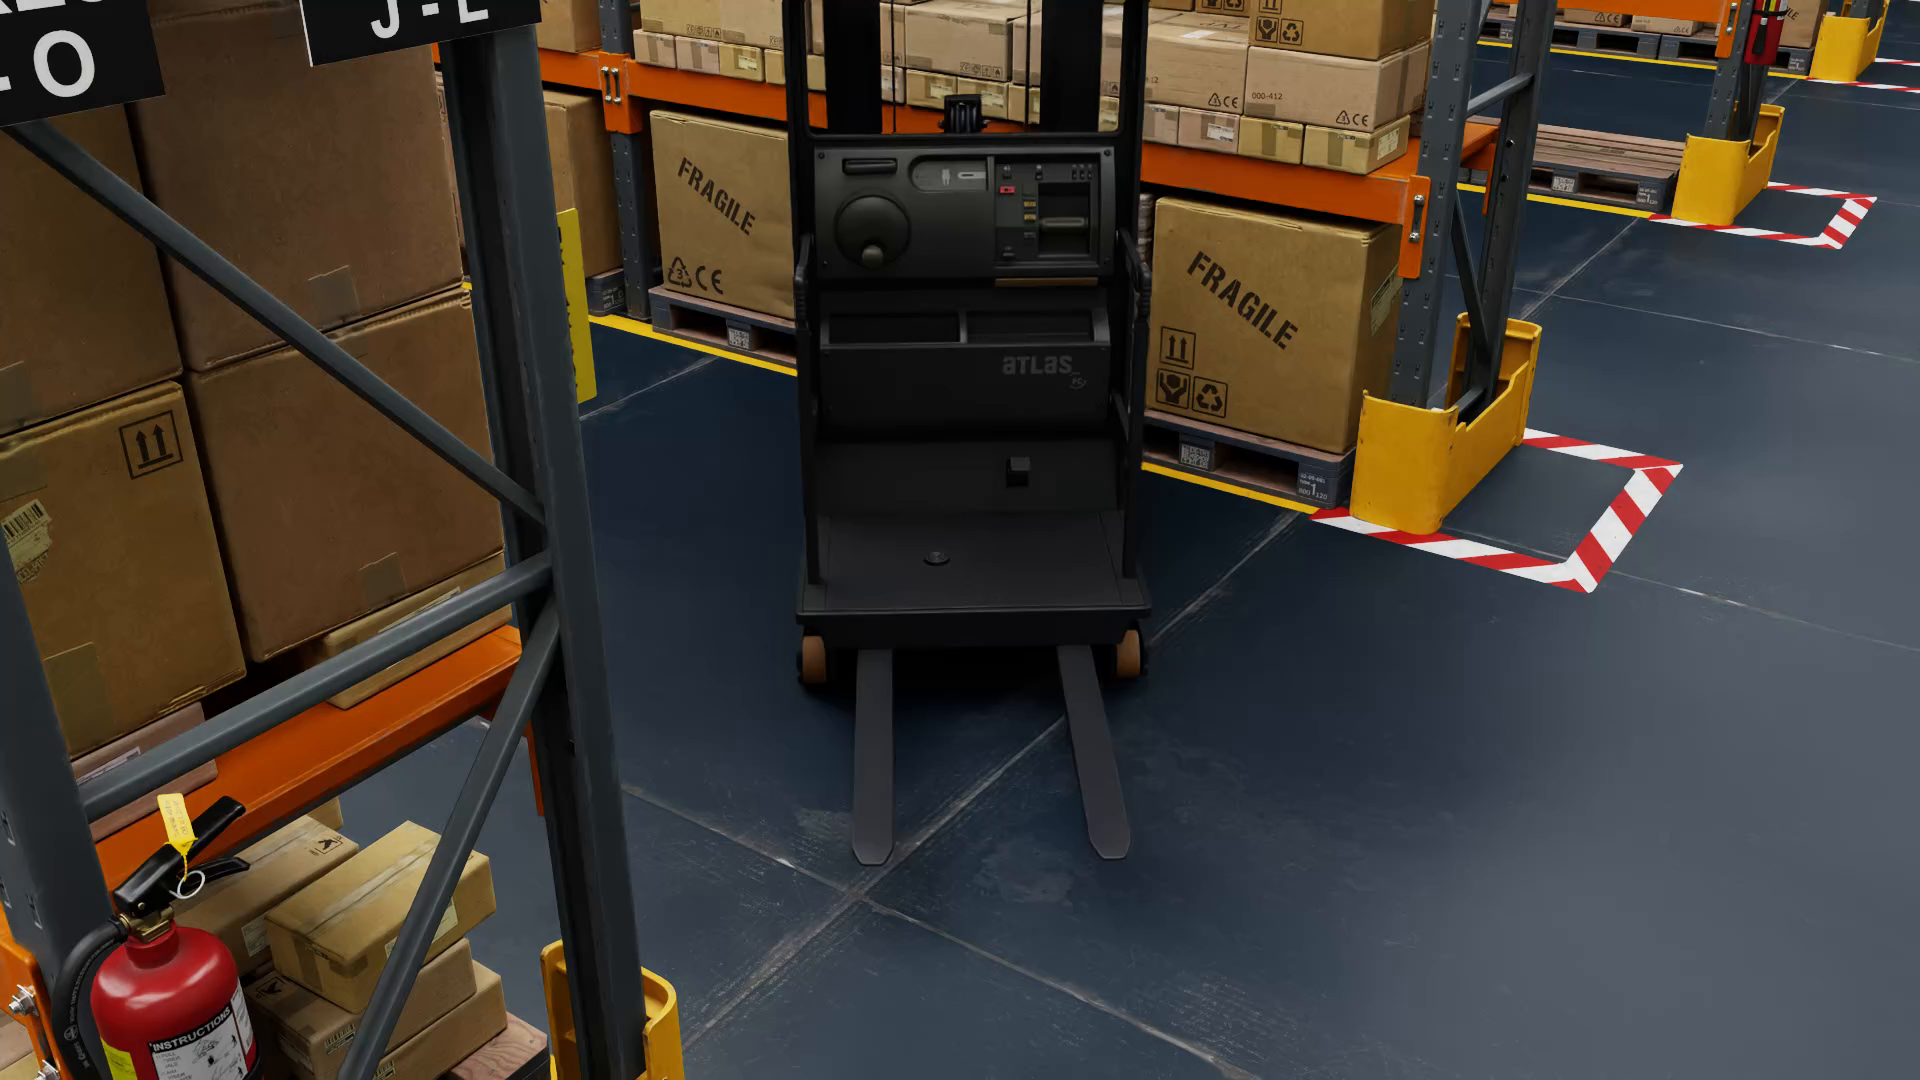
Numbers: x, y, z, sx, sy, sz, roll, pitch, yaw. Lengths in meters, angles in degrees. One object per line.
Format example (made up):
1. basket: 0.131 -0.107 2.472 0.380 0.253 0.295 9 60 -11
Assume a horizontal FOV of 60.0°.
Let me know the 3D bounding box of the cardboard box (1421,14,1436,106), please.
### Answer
1. cardboard box: 1.694 -1.902 6.517 0.500 0.250 0.500 16 31 29

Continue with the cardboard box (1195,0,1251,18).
1. cardboard box: 1.282 -2.364 6.599 0.500 0.500 0.500 16 31 29

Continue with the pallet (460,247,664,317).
1. pallet: -2.039 -1.566 9.094 1.213 0.211 1.003 17 32 30

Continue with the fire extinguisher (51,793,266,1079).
1. fire extinguisher: -1.008 0.655 2.153 0.183 0.674 0.296 17 32 30

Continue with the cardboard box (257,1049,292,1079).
1. cardboard box: -1.467 1.009 3.640 0.250 0.149 0.380 17 32 30

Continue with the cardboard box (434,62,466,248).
1. cardboard box: -2.636 -2.265 9.273 0.875 0.875 1.225 16 31 29

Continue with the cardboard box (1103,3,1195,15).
1. cardboard box: 0.850 -2.163 7.030 0.500 0.250 0.500 16 31 29

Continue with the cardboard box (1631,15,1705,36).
1. cardboard box: 6.195 -4.588 14.504 0.500 0.250 0.500 17 32 30

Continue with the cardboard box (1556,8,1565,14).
1. cardboard box: 5.500 -5.106 15.456 0.500 0.311 0.500 17 32 30

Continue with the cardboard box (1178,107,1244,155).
1. cardboard box: 1.034 -1.599 6.362 0.250 0.149 0.380 17 32 30

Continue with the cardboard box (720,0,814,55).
1. cardboard box: -0.714 -2.356 7.410 0.500 0.250 0.500 17 32 30

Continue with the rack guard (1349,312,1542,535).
1. rack guard: 1.957 -0.491 6.664 0.348 0.500 1.175 17 32 30

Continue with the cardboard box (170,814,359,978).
1. cardboard box: -1.489 0.748 3.498 0.250 0.149 0.380 18 32 31

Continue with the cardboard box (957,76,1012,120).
1. cardboard box: 0.197 -1.861 6.876 0.250 0.149 0.380 18 32 31

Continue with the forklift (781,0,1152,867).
1. forklift: 0.026 -0.987 4.958 1.130 2.935 3.031 -1 27 -2

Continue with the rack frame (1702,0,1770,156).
1. rack frame: 4.741 -3.463 9.748 0.127 3.000 1.000 17 32 30

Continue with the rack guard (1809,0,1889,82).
1. rack guard: 7.486 -4.220 13.990 0.348 0.500 1.175 17 32 30

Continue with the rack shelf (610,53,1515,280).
1. rack shelf: 0.288 -1.805 7.282 4.000 0.370 1.077 17 32 30

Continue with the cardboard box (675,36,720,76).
1. cardboard box: -1.088 -2.259 7.659 0.250 0.149 0.380 16 31 29

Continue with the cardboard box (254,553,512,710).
1. cardboard box: -1.036 0.123 2.978 0.250 0.149 0.380 17 32 30

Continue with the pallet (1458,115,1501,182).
1. pallet: 3.082 -2.760 11.441 1.213 0.211 1.003 17 32 30

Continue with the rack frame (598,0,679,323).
1. rack frame: -1.360 -2.639 8.128 0.127 3.000 1.000 17 32 30

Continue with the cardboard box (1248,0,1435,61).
1. cardboard box: 1.386 -2.038 5.959 0.500 0.500 0.500 18 32 31

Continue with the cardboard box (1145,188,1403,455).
1. cardboard box: 1.364 -0.986 6.760 0.875 0.875 0.875 17 32 30

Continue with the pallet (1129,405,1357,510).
1. pallet: 1.233 -0.545 7.088 1.213 0.211 1.003 17 32 30

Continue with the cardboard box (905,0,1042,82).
1. cardboard box: 0.118 -2.096 6.898 0.500 0.250 0.500 17 32 30

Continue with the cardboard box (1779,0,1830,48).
1. cardboard box: 6.961 -4.444 13.946 0.500 0.500 0.500 17 32 30

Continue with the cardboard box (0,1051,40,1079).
1. cardboard box: -1.534 0.994 3.014 0.250 0.149 0.380 18 32 31

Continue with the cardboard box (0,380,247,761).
1. cardboard box: -1.471 0.020 2.464 0.500 0.500 0.500 18 32 31

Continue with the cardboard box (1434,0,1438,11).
1. cardboard box: 4.475 -5.150 15.543 0.500 0.311 0.500 17 32 30

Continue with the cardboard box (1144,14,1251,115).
1. cardboard box: 0.969 -1.833 6.382 0.500 0.250 0.500 17 31 29

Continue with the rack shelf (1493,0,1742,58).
1. rack shelf: 3.093 -3.656 10.920 4.000 0.370 1.077 17 32 30

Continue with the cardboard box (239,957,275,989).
1. cardboard box: -1.435 0.846 3.633 0.250 0.149 0.380 17 32 30

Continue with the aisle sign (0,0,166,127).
1. aisle sign: -1.064 -0.811 1.670 0.004 0.787 0.394 17 32 30

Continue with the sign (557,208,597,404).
1. sign: -0.648 -0.372 2.719 0.005 0.325 0.100 17 32 30

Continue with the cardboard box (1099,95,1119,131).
1. cardboard box: 0.614 -1.730 6.619 0.250 0.149 0.380 17 31 29

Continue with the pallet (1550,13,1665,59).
1. pallet: 5.827 -4.609 15.074 1.213 0.211 1.003 17 32 30

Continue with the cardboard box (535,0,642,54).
1. cardboard box: -1.900 -2.701 8.141 0.500 0.500 0.500 17 32 30

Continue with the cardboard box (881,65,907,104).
1. cardboard box: -0.236 -1.994 7.138 0.250 0.149 0.380 18 32 31

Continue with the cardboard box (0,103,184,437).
1. cardboard box: -1.473 -0.430 2.248 0.500 0.500 0.500 17 31 29

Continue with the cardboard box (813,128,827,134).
1. cardboard box: -0.120 -1.448 7.669 0.875 0.875 0.875 17 32 30

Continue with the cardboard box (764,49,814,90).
1. cardboard box: -0.653 -2.125 7.395 0.250 0.149 0.380 16 31 29

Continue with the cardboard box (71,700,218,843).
1. cardboard box: -1.383 0.351 2.531 0.250 0.149 0.380 17 32 30

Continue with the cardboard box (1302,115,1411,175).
1. cardboard box: 1.457 -1.468 6.104 0.250 0.149 0.380 18 32 31

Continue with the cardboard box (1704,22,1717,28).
1. cardboard box: 6.849 -4.659 14.644 0.500 0.250 0.500 17 32 30
